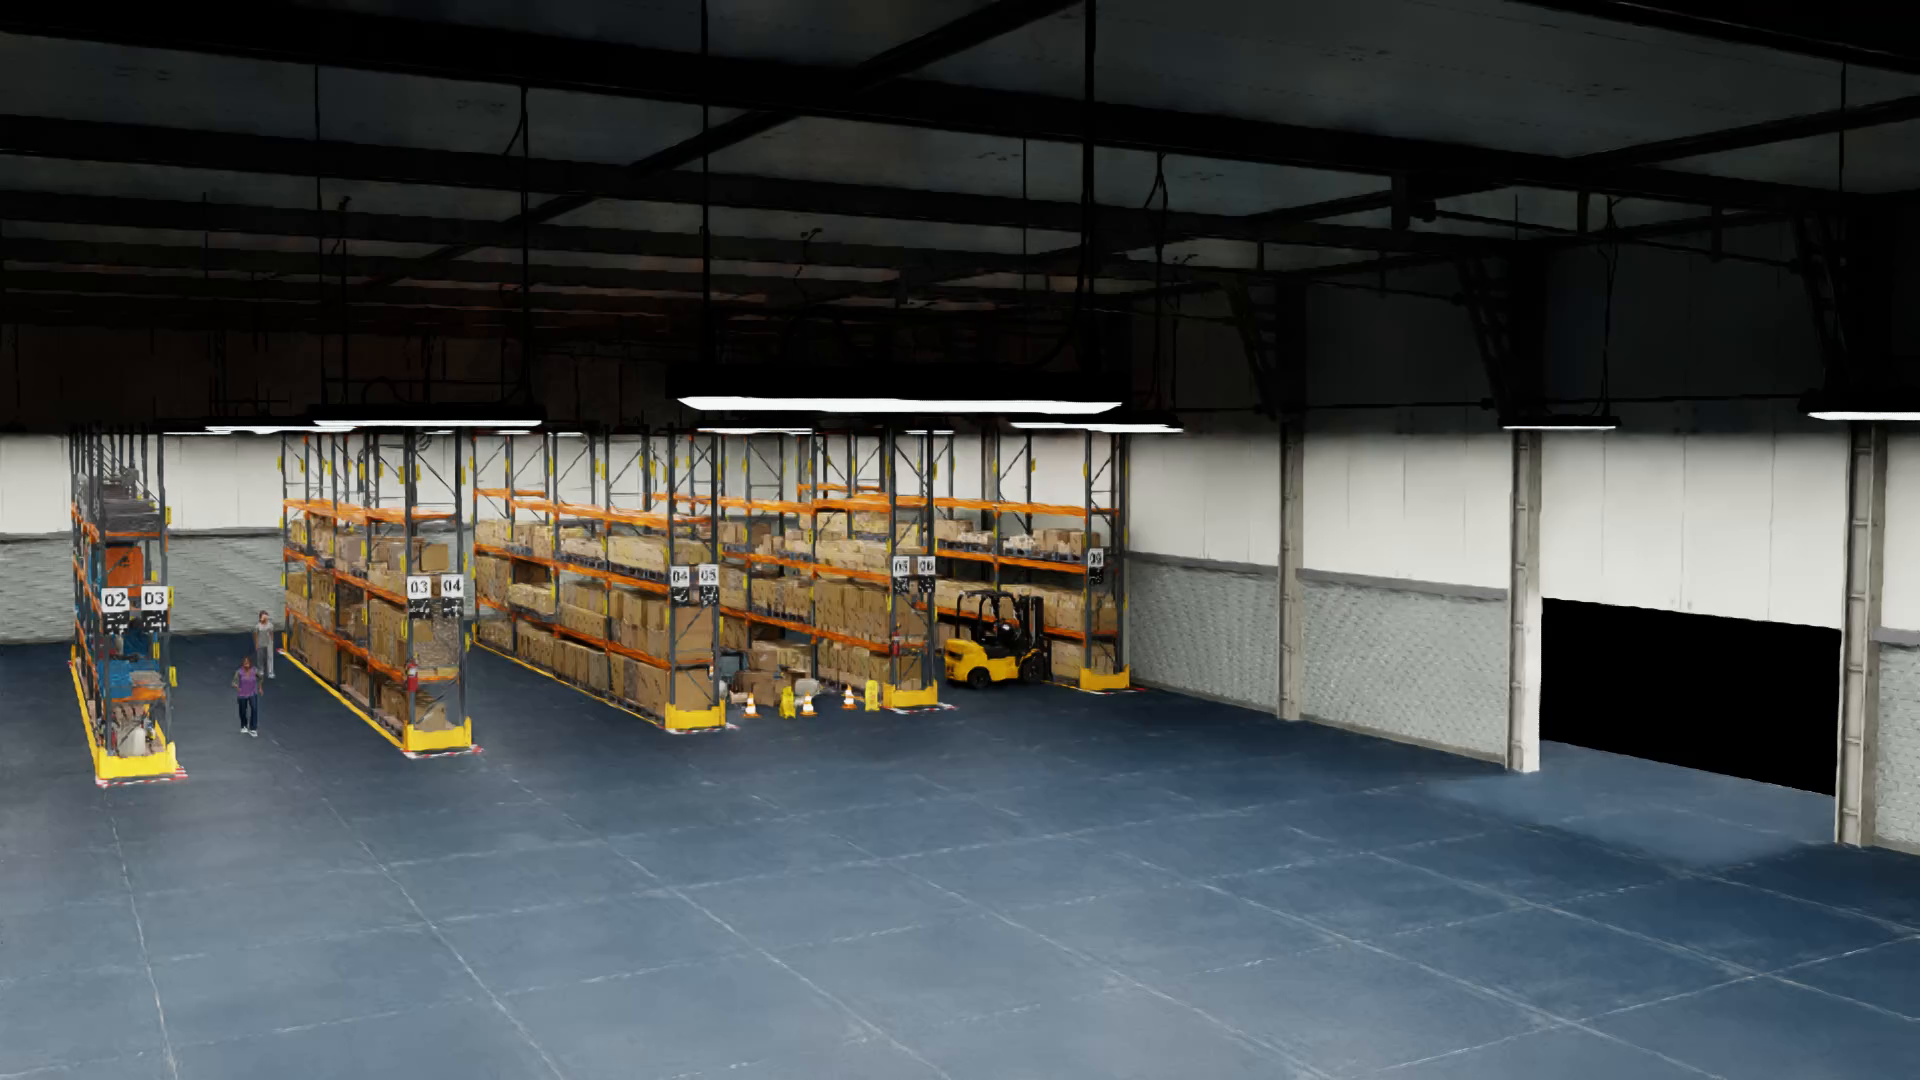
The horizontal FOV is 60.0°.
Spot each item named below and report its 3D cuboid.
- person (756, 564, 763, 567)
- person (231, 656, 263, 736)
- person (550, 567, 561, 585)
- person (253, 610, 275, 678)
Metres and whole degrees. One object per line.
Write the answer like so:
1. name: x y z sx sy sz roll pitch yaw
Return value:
1. person: -6.214 1.726 52.251 0.687 1.556 0.588 2 4 33
2. person: -13.718 2.978 32.019 0.562 1.530 0.815 -2 4 -24
3. person: -12.328 1.712 50.670 0.554 1.785 0.711 2 4 30
4. person: -16.580 2.474 39.604 0.446 1.571 1.110 -2 4 -27
